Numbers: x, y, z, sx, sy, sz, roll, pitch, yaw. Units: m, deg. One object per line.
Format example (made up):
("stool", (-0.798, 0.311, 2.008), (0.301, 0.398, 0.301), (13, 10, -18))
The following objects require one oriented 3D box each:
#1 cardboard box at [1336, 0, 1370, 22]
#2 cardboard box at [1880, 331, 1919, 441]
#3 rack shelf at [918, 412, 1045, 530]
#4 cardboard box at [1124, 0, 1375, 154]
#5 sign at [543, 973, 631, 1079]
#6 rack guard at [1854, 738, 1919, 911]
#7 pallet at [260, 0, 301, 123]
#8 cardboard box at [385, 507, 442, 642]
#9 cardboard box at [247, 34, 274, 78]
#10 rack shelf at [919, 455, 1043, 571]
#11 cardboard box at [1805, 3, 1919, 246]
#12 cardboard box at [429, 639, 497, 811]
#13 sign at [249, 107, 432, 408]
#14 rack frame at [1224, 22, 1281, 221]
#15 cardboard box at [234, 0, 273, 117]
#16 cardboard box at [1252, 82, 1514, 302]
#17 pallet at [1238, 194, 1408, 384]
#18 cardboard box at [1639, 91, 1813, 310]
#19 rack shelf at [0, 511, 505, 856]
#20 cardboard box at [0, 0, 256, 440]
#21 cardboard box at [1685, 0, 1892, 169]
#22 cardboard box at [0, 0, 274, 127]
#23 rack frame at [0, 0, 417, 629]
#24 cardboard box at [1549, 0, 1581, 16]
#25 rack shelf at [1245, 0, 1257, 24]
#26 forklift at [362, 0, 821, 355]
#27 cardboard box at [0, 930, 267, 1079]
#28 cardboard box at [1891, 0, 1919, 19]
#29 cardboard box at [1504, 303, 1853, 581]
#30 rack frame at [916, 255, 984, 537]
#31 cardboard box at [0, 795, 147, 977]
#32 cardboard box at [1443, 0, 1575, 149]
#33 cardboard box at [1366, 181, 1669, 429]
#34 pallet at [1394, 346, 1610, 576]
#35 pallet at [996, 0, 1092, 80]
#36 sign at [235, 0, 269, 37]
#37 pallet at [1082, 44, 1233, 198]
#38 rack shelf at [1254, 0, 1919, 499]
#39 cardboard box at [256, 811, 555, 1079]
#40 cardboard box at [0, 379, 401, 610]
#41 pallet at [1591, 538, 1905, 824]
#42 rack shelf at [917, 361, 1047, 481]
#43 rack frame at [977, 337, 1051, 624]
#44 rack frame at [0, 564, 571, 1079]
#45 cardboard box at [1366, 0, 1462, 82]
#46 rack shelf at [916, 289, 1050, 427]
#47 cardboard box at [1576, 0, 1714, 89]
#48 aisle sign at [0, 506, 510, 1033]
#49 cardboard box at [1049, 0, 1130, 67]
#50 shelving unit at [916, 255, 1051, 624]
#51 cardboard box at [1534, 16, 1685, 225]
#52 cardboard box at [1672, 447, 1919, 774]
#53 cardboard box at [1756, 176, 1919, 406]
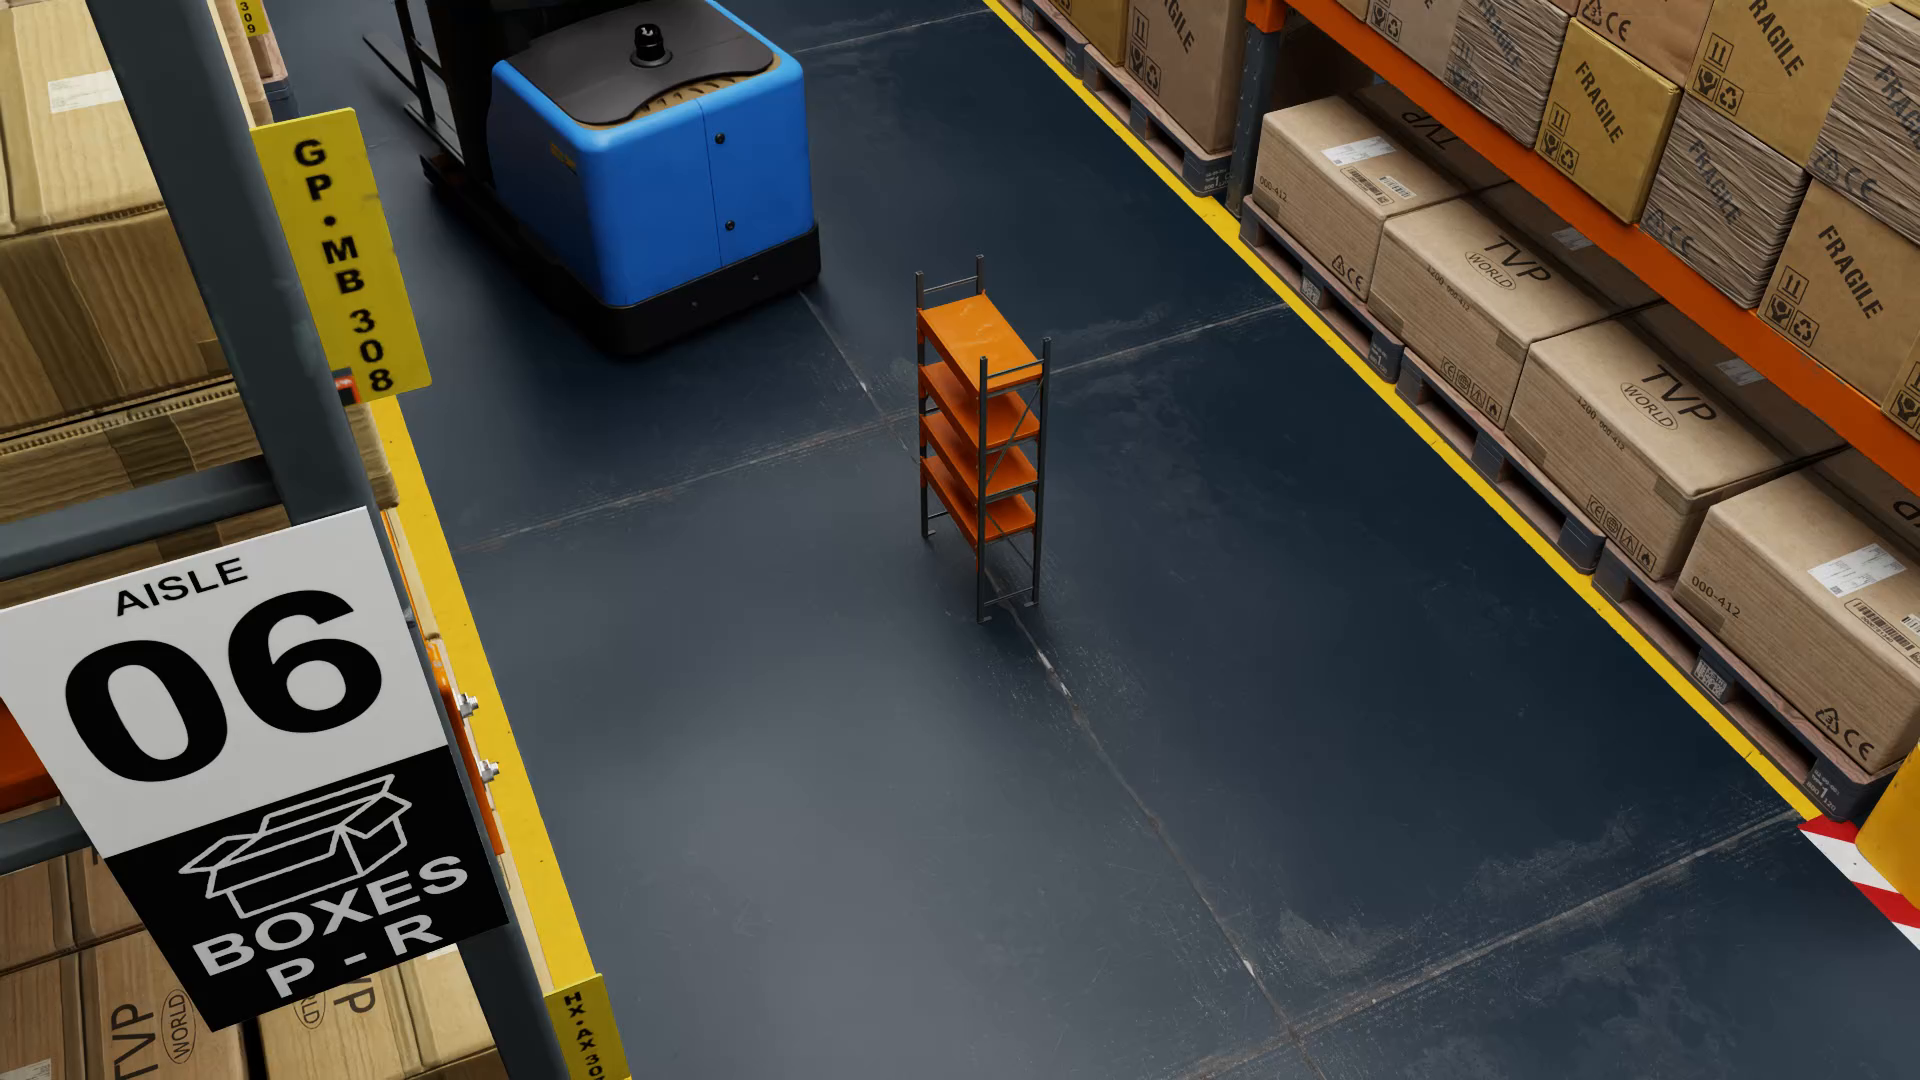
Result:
("cardboard box", (1.685, -2.404, 6.479), (0.500, 0.500, 0.500), (-17, 47, -16))
("cardboard box", (2.965, -0.460, 4.510), (0.500, 0.500, 0.500), (-18, 47, -17))
("rack shelf", (0.070, -0.274, 5.769), (0.258, 0.148, 0.480), (-18, 47, -17))
("cardboard box", (1.392, -2.509, 7.871), (0.875, 0.875, 0.875), (-17, 47, -16))
("sign", (-0.602, 0.804, 2.683), (0.100, 0.325, 0.005), (-18, 47, -17))
("rack guard", (3.418, 0.709, 5.175), (1.175, 0.500, 0.348), (-18, 47, -17))
("pallet", (-3.013, -1.750, 6.024), (1.003, 0.211, 1.213), (-18, 47, -17))
("cardboard box", (-1.469, 0.208, 3.798), (0.500, 0.250, 0.500), (-19, 48, -18))
("cardboard box", (-2.777, -1.836, 5.605), (0.700, 0.500, 0.500), (-17, 47, -16))
("rack shelf", (0.070, -0.132, 5.908), (0.258, 0.148, 0.480), (-18, 47, -17))
("cardboard box", (2.742, -1.148, 4.495), (0.500, 0.500, 0.500), (-18, 47, -17))
("cardboard box", (-1.253, 0.530, 3.472), (0.500, 0.250, 0.500), (-18, 47, -17))
("sign", (-0.602, -0.267, 1.627), (0.100, 0.325, 0.005), (-18, 47, -17))
("rack frame", (1.726, -2.745, 6.896), (1.000, 3.000, 0.127), (-18, 47, -17))
("cardboard box", (-1.469, -0.859, 2.744), (0.500, 0.250, 0.500), (-19, 48, -19))
("cardboard box", (1.892, -1.550, 7.211), (0.875, 0.438, 0.875), (-19, 48, -18))
("pallet", (1.974, -1.244, 7.361), (1.003, 0.211, 1.213), (-18, 47, -17))
("cardboard box", (2.542, -1.110, 5.168), (0.500, 0.500, 0.500), (-17, 47, -16))
("rack shelf", (-1.935, -0.814, 3.315), (1.077, 0.370, 4.000), (-18, 47, -17))
("cardboard box", (-1.053, -0.382, 1.905), (0.500, 0.250, 0.500), (-19, 48, -18))
("cardboard box", (2.537, -1.465, 4.816), (0.500, 0.500, 0.500), (-18, 47, -18))
("cardboard box", (-1.250, -0.712, 2.239), (0.500, 0.250, 0.500), (-18, 47, -18))
("rack frame", (-1.094, -0.863, 0.717), (1.000, 3.000, 0.127), (-18, 47, -17))
("cardboard box", (2.118, -2.108, 5.467), (0.500, 0.500, 0.500), (-17, 47, -17))
("rack shelf", (0.885, -3.763, 8.440), (1.077, 0.370, 4.000), (-18, 47, -17))
("forklift", (-1.906, -2.802, 7.003), (1.130, 2.935, 3.031), (-28, 51, -26))
("cardboard box", (-1.529, 1.005, 2.990), (0.500, 0.250, 0.500), (-17, 47, -16))
("cardboard box", (2.693, -1.455, 4.344), (0.380, 0.149, 0.250), (-17, 47, -17))
("cardboard box", (2.647, -0.405, 6.050), (0.875, 0.438, 0.875), (-17, 47, -16))
("rack frame", (-0.033, -0.477, 5.879), (0.240, 1.200, 0.015), (-18, 47, -17))
("cardboard box", (-1.744, 0.676, 3.324), (0.500, 0.250, 0.500), (-18, 47, -17))
("cardboard box", (2.097, -1.763, 5.830), (0.500, 0.500, 0.500), (-18, 47, -17))
("cardboard box", (2.269, -0.980, 6.633), (0.875, 0.438, 0.875), (-19, 48, -19))
("pallet", (2.491, -0.466, 6.572), (1.003, 0.211, 1.213), (-18, 47, -17))
("pallet", (0.816, -3.000, 9.140), (1.003, 0.211, 1.213), (-18, 47, -17))
("sign", (-2.287, -1.750, 5.271), (0.100, 0.325, 0.005), (-18, 47, -17))
("pallet", (1.333, -2.221, 8.351), (1.003, 0.211, 1.213), (-18, 47, -17))
("rack shelf", (2.567, -1.214, 5.857), (1.077, 0.370, 4.000), (-18, 47, -17))
("cardboard box", (-1.041, 0.851, 3.146), (0.500, 0.250, 0.500), (-18, 47, -17))
("cardboard box", (-1.033, -0.211, 2.088), (0.500, 0.250, 0.500), (-19, 48, -18))
("pallet", (3.000, 0.311, 5.785), (1.003, 0.211, 1.213), (-18, 47, -17))
("rack shelf", (0.070, -0.433, 5.612), (0.258, 0.148, 0.480), (-18, 47, -17))
("rack frame", (0.172, -0.166, 5.564), (0.240, 1.200, 0.015), (-18, 47, -17))
("rack frame", (-1.094, 1.273, 2.825), (1.000, 3.000, 0.127), (-18, 47, -17))
("cardboard box", (1.893, -2.082, 6.153), (0.500, 0.500, 0.500), (-18, 47, -17))
("rack shelf", (0.070, -0.601, 5.446), (0.258, 0.148, 0.480), (-18, 47, -17))
("cardboard box", (2.328, -1.786, 5.141), (0.500, 0.500, 0.500), (-18, 47, -18))
("aisle sign", (-0.799, 0.304, 1.955), (0.394, 0.787, 0.004), (-18, 47, -17))
("cardboard box", (1.006, -3.083, 8.452), (0.875, 0.875, 0.875), (-17, 47, -16))
("shelving unit", (0.070, -0.322, 5.722), (0.258, 1.200, 0.503), (-18, 47, -17))
("cardboard box", (2.313, -1.435, 5.497), (0.500, 0.500, 0.500), (-17, 47, -16))
("cardboard box", (3.039, 0.176, 5.461), (0.875, 0.438, 0.875), (-20, 48, -19))
("cardboard box", (2.767, -0.785, 4.838), (0.500, 0.500, 0.500), (-19, 48, -18))
